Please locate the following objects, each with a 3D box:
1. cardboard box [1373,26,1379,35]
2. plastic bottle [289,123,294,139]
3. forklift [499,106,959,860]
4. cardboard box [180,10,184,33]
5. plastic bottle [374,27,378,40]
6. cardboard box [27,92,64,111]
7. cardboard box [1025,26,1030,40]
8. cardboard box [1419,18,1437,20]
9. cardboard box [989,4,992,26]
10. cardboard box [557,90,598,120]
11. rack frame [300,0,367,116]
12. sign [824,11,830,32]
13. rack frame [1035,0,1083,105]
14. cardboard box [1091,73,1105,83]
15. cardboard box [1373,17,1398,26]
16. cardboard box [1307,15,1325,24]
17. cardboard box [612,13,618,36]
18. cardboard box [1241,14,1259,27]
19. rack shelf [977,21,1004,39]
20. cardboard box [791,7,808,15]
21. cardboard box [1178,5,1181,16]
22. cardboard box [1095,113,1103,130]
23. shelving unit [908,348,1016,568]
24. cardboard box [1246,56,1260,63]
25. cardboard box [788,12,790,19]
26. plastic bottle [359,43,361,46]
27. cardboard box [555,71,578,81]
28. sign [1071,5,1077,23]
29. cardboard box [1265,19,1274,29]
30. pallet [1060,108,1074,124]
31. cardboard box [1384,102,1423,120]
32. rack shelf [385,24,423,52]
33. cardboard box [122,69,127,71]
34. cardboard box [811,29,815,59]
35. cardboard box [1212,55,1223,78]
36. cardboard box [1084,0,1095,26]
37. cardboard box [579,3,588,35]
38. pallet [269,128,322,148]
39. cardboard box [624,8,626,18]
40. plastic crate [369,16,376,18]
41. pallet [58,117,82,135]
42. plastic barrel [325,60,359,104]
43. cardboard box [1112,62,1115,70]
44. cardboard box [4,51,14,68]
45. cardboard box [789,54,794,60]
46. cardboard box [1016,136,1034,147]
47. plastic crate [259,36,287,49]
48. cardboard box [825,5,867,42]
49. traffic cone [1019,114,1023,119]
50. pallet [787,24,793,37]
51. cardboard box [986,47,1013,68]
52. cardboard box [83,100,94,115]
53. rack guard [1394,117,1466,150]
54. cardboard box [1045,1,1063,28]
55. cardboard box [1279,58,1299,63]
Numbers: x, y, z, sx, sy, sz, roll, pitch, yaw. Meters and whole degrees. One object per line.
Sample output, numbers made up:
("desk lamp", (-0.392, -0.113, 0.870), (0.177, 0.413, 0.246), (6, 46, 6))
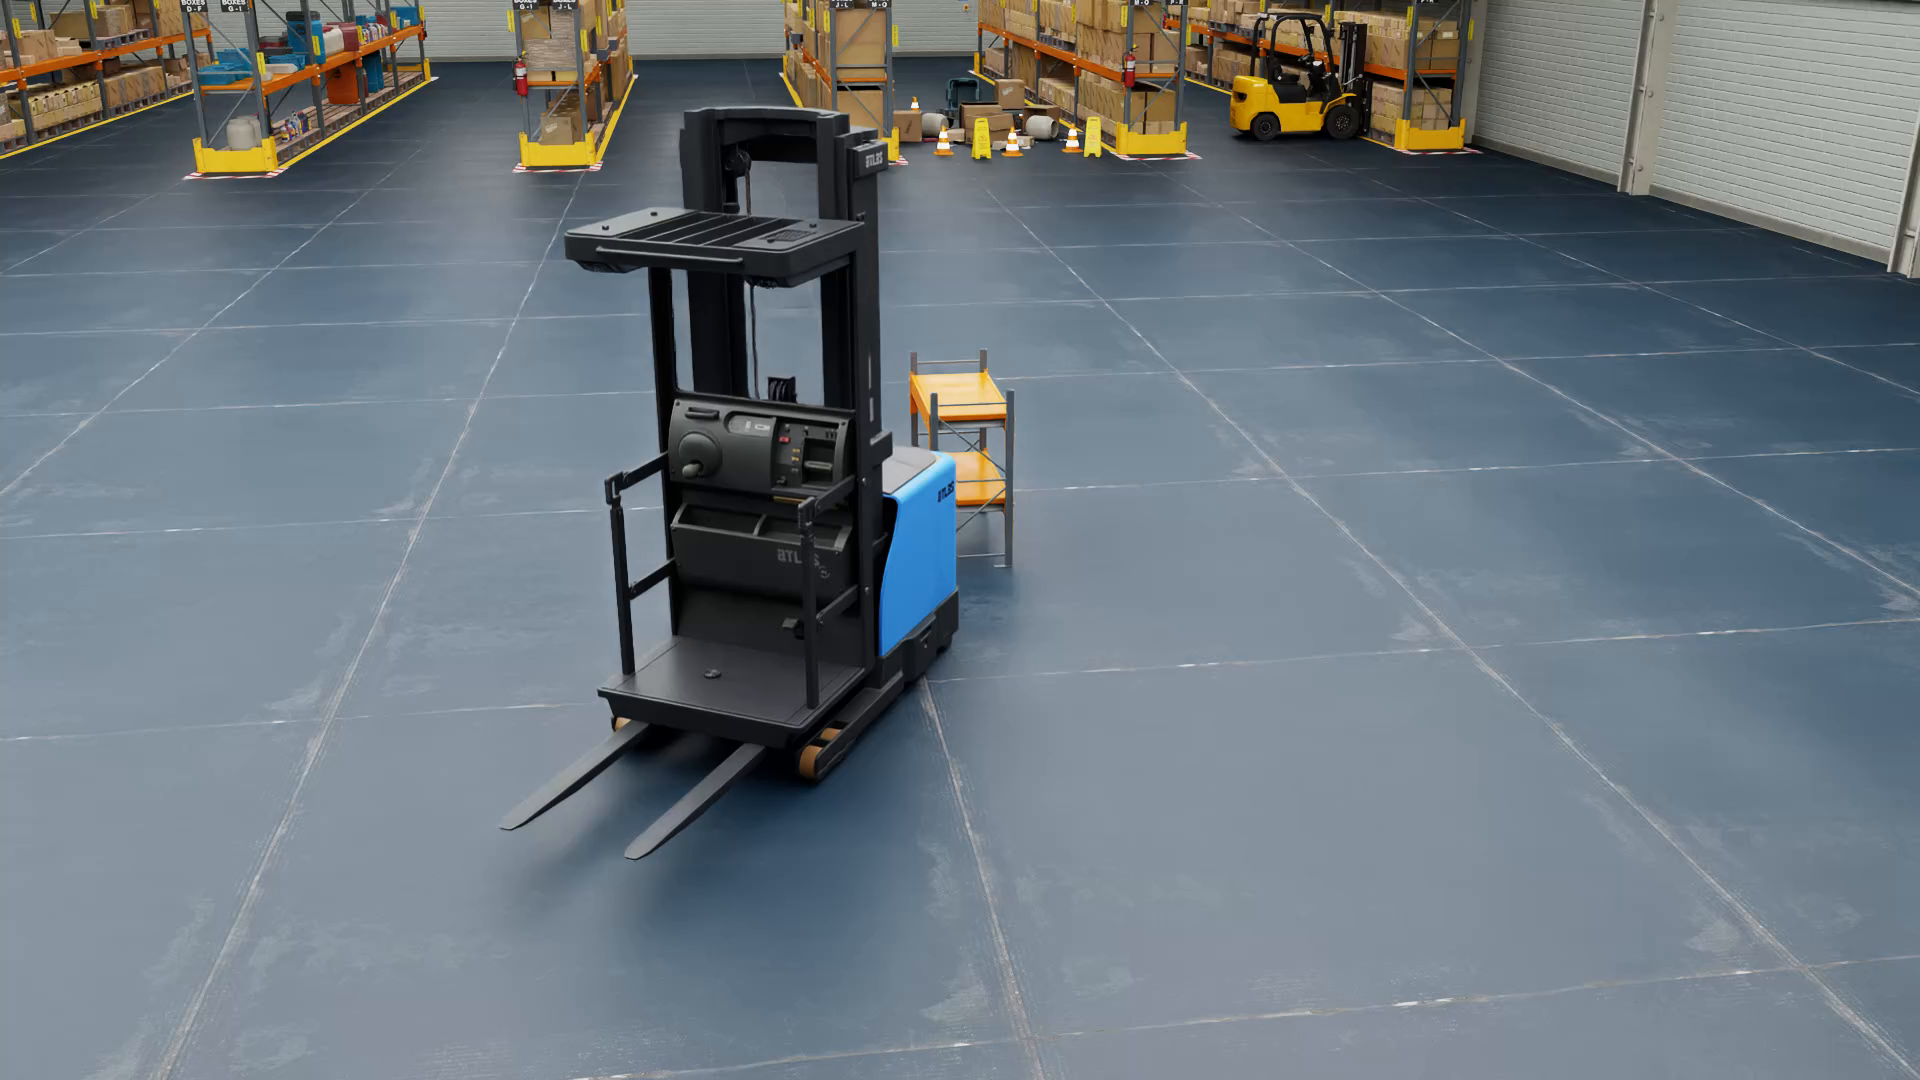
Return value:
("cardboard box", (7.651, -9.167, 29.904), (0.380, 0.149, 0.250), (-3, 21, -7))
("plastic bottle", (-11.448, -6.991, 28.418), (0.097, 0.271, 0.097), (0, 20, 0))
("forklift", (-1.033, -0.420, 7.651), (1.130, 2.935, 3.031), (8, 22, 21))
("cardboard box", (-18.089, -11.936, 38.244), (0.500, 0.500, 0.500), (-3, 21, -9))
("plastic bottle", (-12.659, -10.942, 35.902), (0.152, 0.276, 0.135), (-3, 21, -8))
("cardboard box", (-16.866, -8.083, 30.598), (0.500, 0.311, 0.500), (-4, 21, -10))
("cardboard box", (1.704, -11.054, 36.239), (0.500, 0.250, 0.500), (-3, 21, -7))
("cardboard box", (8.273, -9.154, 29.444), (0.380, 0.149, 0.250), (-3, 21, -7))
("cardboard box", (1.000, -12.899, 40.821), (0.500, 0.500, 0.500), (-2, 21, -6))
("cardboard box", (-7.174, -8.150, 31.194), (0.700, 0.500, 0.500), (-5, 21, -12))
("rack frame", (-12.585, -10.036, 33.301), (1.000, 3.000, 0.127), (-3, 21, -8))
("sign", (-2.146, -8.362, 26.825), (0.100, 0.325, 0.005), (-3, 21, -8))
("rack frame", (2.123, -10.786, 35.308), (1.000, 3.000, 0.127), (-3, 21, -8))
("cardboard box", (2.594, -8.430, 30.330), (0.380, 0.149, 0.250), (-2, 21, -5))
("cardboard box", (7.644, -9.308, 29.856), (0.380, 0.149, 0.250), (-3, 21, -7))
("cardboard box", (7.135, -10.371, 33.126), (0.380, 0.149, 0.250), (-4, 21, -9))
("cardboard box", (-7.858, -11.398, 36.804), (0.500, 0.500, 0.500), (-2, 21, -6))
("cardboard box", (6.562, -11.513, 36.868), (0.500, 0.250, 0.500), (-4, 21, -10))
("rack shelf", (1.258, -12.526, 40.996), (1.077, 0.370, 4.000), (-3, 21, -8))
("cardboard box", (-3.469, -11.453, 36.003), (0.380, 0.149, 0.250), (-2, 21, -5))
("cardboard box", (5.829, -13.356, 41.978), (0.500, 0.250, 0.500), (-3, 21, -9))
("cardboard box", (2.746, -7.552, 29.978), (0.500, 0.250, 0.500), (-4, 21, -10))
("shelving unit", (-0.001, -0.529, 10.526), (0.538, 1.125, 1.048), (-3, 21, -8))
("cardboard box", (6.655, -10.805, 37.405), (0.380, 0.149, 0.250), (-2, 21, -6))
("cardboard box", (-3.621, -11.676, 37.025), (0.380, 0.149, 0.250), (-4, 21, -10))
("plastic bottle", (-12.329, -10.264, 34.077), (0.061, 0.283, 0.133), (-3, 21, -8))
("cardboard box", (-6.335, -7.509, 26.894), (0.380, 0.149, 0.250), (-3, 21, -8))
("sign", (2.151, -9.914, 31.319), (0.100, 0.325, 0.005), (-3, 21, -8))
("cardboard box", (6.832, -11.034, 35.472), (0.500, 0.250, 0.500), (-3, 21, -8))
("pallet", (2.586, -8.364, 32.809), (1.003, 0.211, 1.213), (-3, 21, -8))
("cardboard box", (7.808, -7.563, 29.294), (0.500, 0.250, 0.500), (-3, 21, -8))
("rack shelf", (-13.450, -11.777, 38.989), (1.077, 0.370, 4.000), (-3, 21, -8))
("cardboard box", (-18.147, -9.844, 35.729), (0.500, 0.500, 0.500), (-3, 21, -7))
("cardboard box", (-2.524, -9.330, 31.268), (0.500, 0.500, 0.500), (-3, 21, -8))
("cardboard box", (6.305, -11.269, 39.575), (0.500, 0.500, 0.500), (-2, 21, -5))
("cardboard box", (2.646, -9.539, 29.972), (0.700, 0.500, 0.500), (-3, 21, -9))
("cardboard box", (-6.405, -8.549, 27.320), (0.500, 0.500, 0.500), (-3, 21, -8))
("pallet", (-11.953, -7.110, 29.452), (1.003, 0.211, 1.213), (-3, 21, -8))
("cardboard box", (-8.504, -12.971, 40.946), (0.500, 0.250, 0.500), (-3, 21, -9))
("plastic crate", (-13.933, -12.426, 39.852), (0.416, 0.233, 0.300), (-3, 21, -8))
("pallet", (-17.234, -7.773, 31.226), (1.003, 0.211, 1.213), (-3, 21, -8))
("plastic barrel", (-12.672, -9.385, 34.058), (0.600, 0.830, 0.708), (-3, 21, -8))
("cardboard box", (2.849, -8.189, 28.714), (0.380, 0.149, 0.250), (-3, 21, -9))
("cardboard box", (-17.024, -8.501, 29.404), (0.500, 0.250, 0.500), (-2, 21, -4))
("cardboard box", (-3.965, -11.758, 40.534), (0.380, 0.149, 0.250), (-3, 21, -7))
("cardboard box", (1.088, -7.032, 29.332), (0.380, 0.149, 0.250), (8, 22, 20))
("plastic crate", (-12.381, -8.834, 29.989), (0.402, 0.464, 0.583), (-3, 21, -8))
("cardboard box", (-1.793, -8.624, 27.761), (0.875, 0.550, 0.550), (-3, 21, -8))
("traffic cone", (1.135, -8.571, 33.004), (0.336, 0.463, 0.334), (-3, 21, -8))
("pallet", (-3.371, -11.524, 37.559), (1.003, 0.211, 1.213), (-3, 21, -8))
("cardboard box", (1.164, -12.329, 42.500), (0.875, 0.438, 0.875), (-4, 21, -10))
("cardboard box", (-17.092, -8.348, 32.111), (0.500, 0.250, 0.500), (-3, 21, -8))
("rack guard", (8.191, -7.088, 28.980), (1.175, 0.500, 0.348), (-3, 21, -8))
("cardboard box", (2.041, -10.821, 34.234), (0.500, 0.500, 0.500), (-2, 21, -5))
("cardboard box", (7.268, -10.564, 36.757), (0.380, 0.149, 0.250), (-2, 21, -5))
